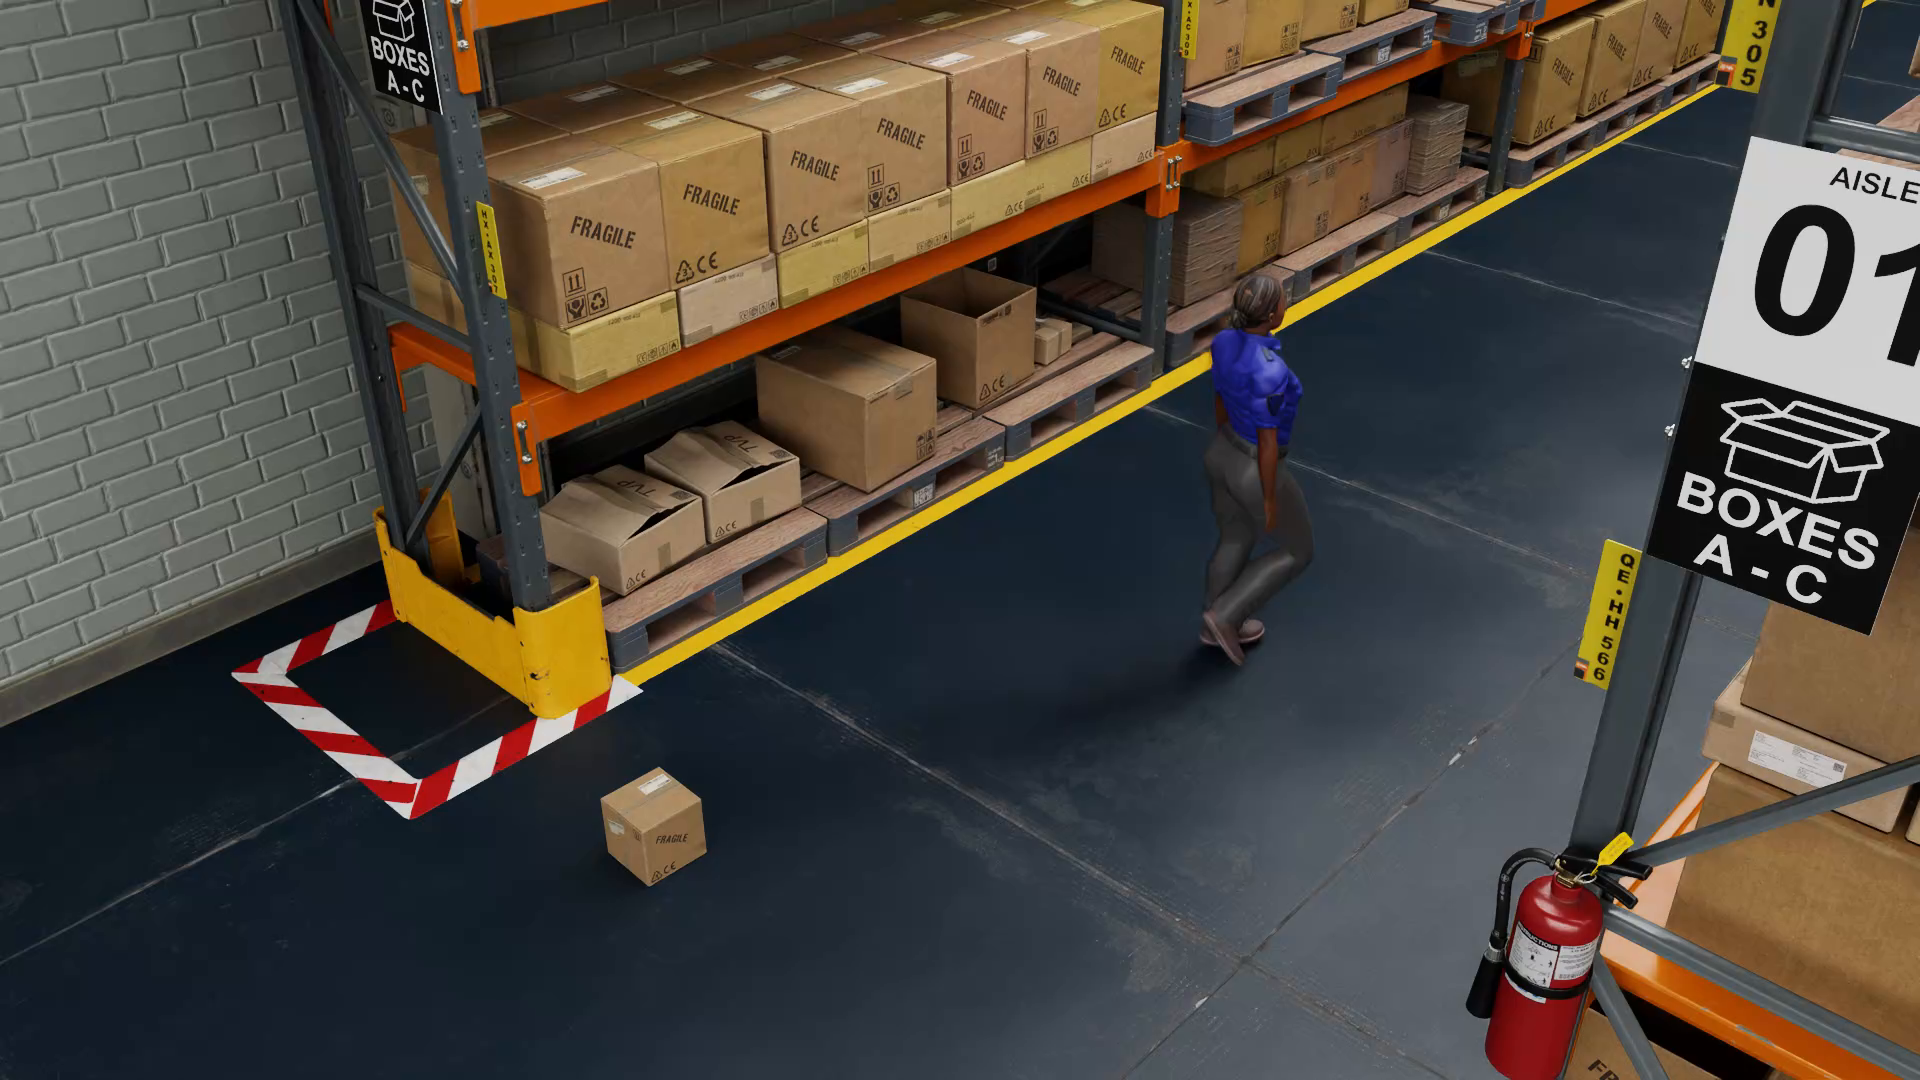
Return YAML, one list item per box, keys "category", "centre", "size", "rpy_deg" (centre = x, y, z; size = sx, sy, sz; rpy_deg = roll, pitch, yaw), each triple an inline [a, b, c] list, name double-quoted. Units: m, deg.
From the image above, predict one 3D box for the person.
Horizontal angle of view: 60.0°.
- category: "person"
  centre: [1.153, -0.271, 6.530]
  size: [0.444, 1.654, 0.473]
  rpy_deg: [-12, 34, -19]
